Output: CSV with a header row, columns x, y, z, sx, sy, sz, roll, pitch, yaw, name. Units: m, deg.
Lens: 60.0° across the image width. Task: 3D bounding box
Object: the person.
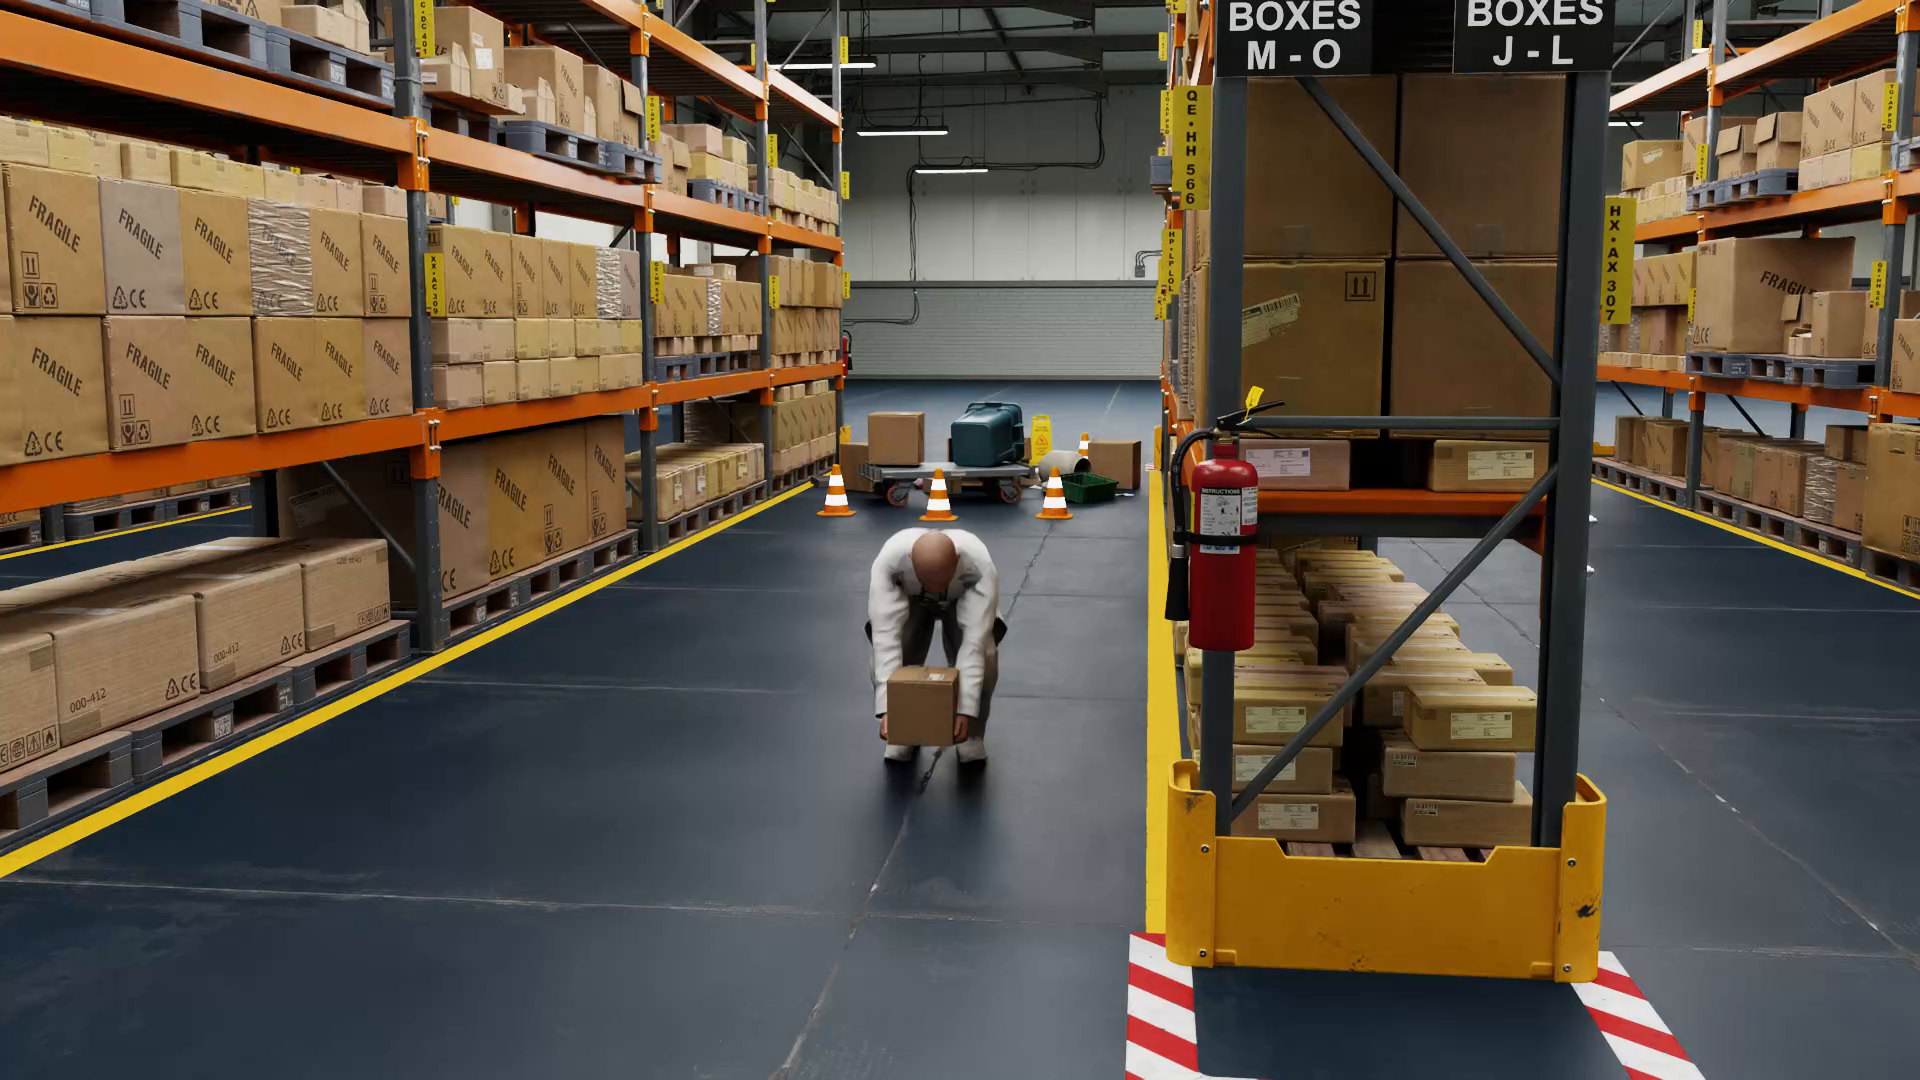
x,y,z,sx,sy,sz,roll,pitch,yaw,name
-0.107,0.415,6.657,0.594,1.003,0.952,0,7,3,person
